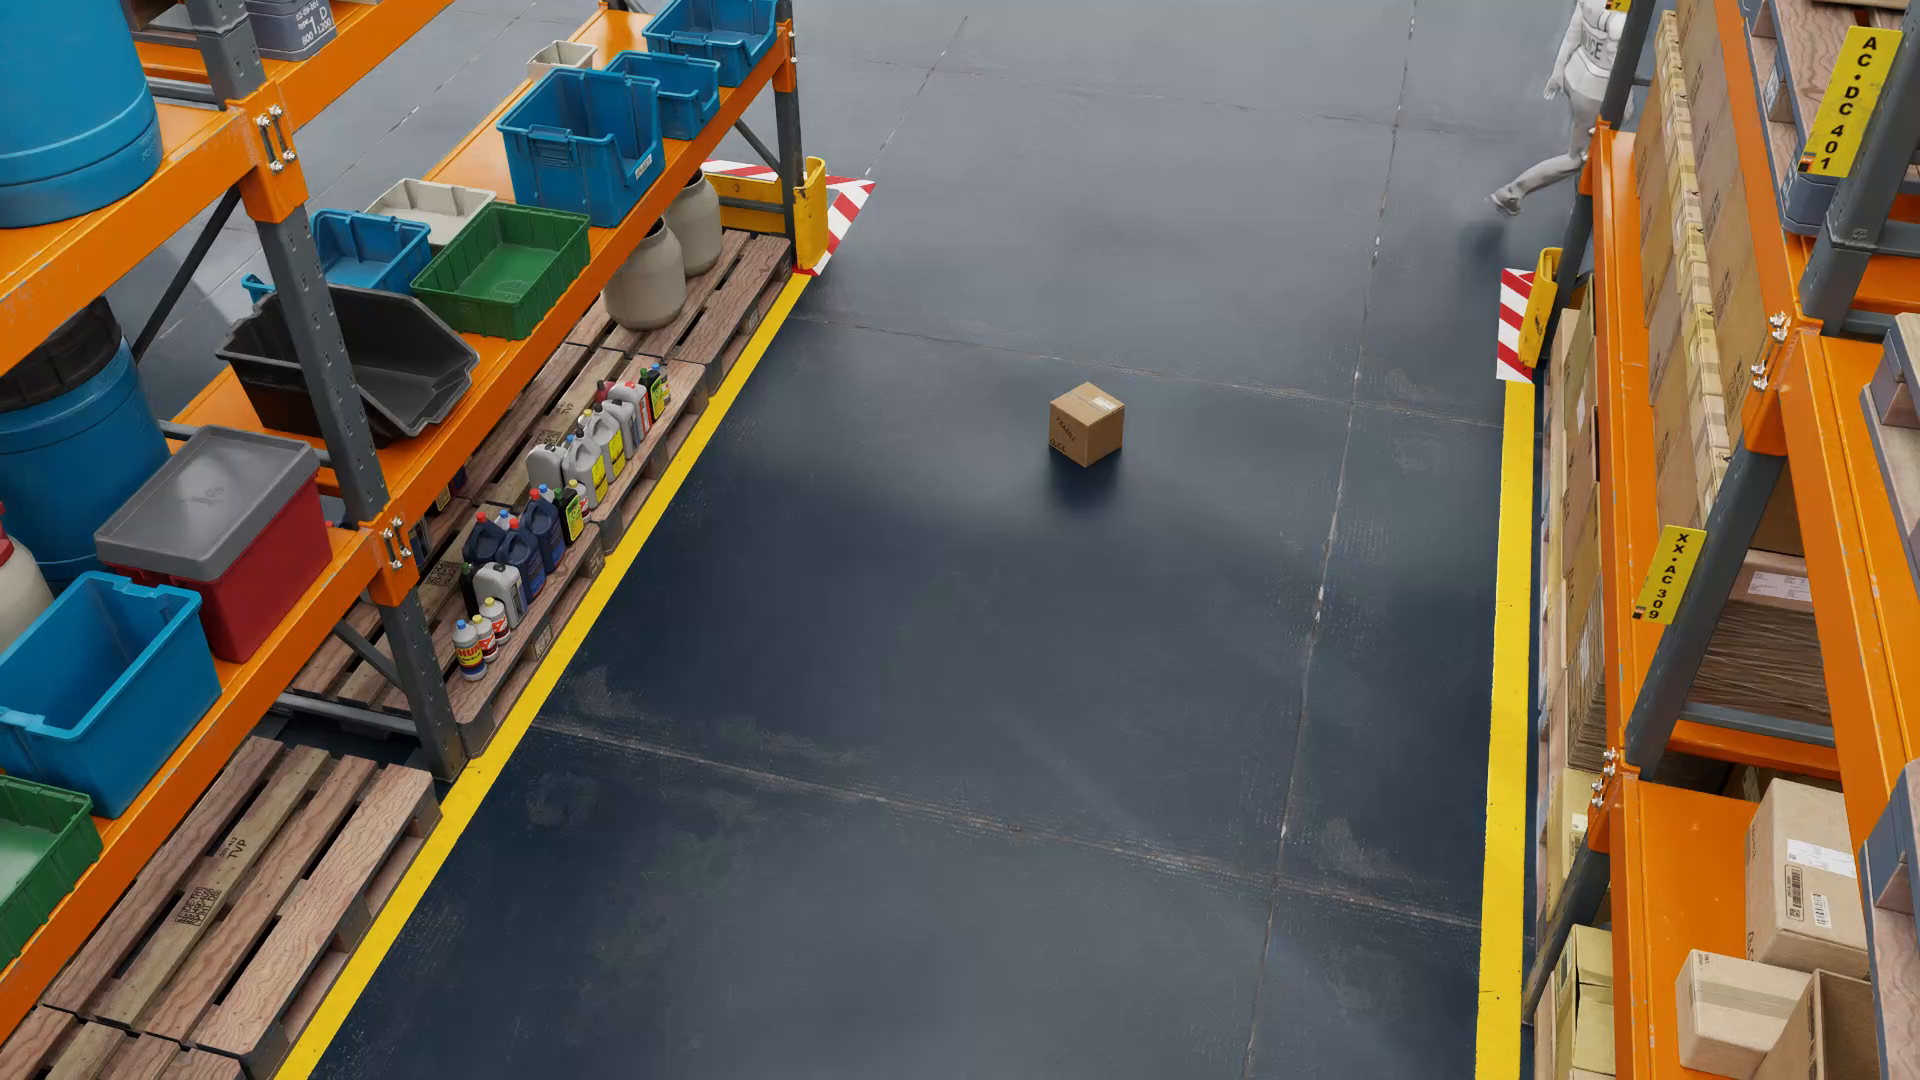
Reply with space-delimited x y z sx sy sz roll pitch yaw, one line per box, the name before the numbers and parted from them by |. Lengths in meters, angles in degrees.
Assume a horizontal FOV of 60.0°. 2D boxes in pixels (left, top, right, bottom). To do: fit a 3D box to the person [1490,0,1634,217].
person | 3.361 -2.411 8.905 0.825 1.627 0.519 0 41 0
